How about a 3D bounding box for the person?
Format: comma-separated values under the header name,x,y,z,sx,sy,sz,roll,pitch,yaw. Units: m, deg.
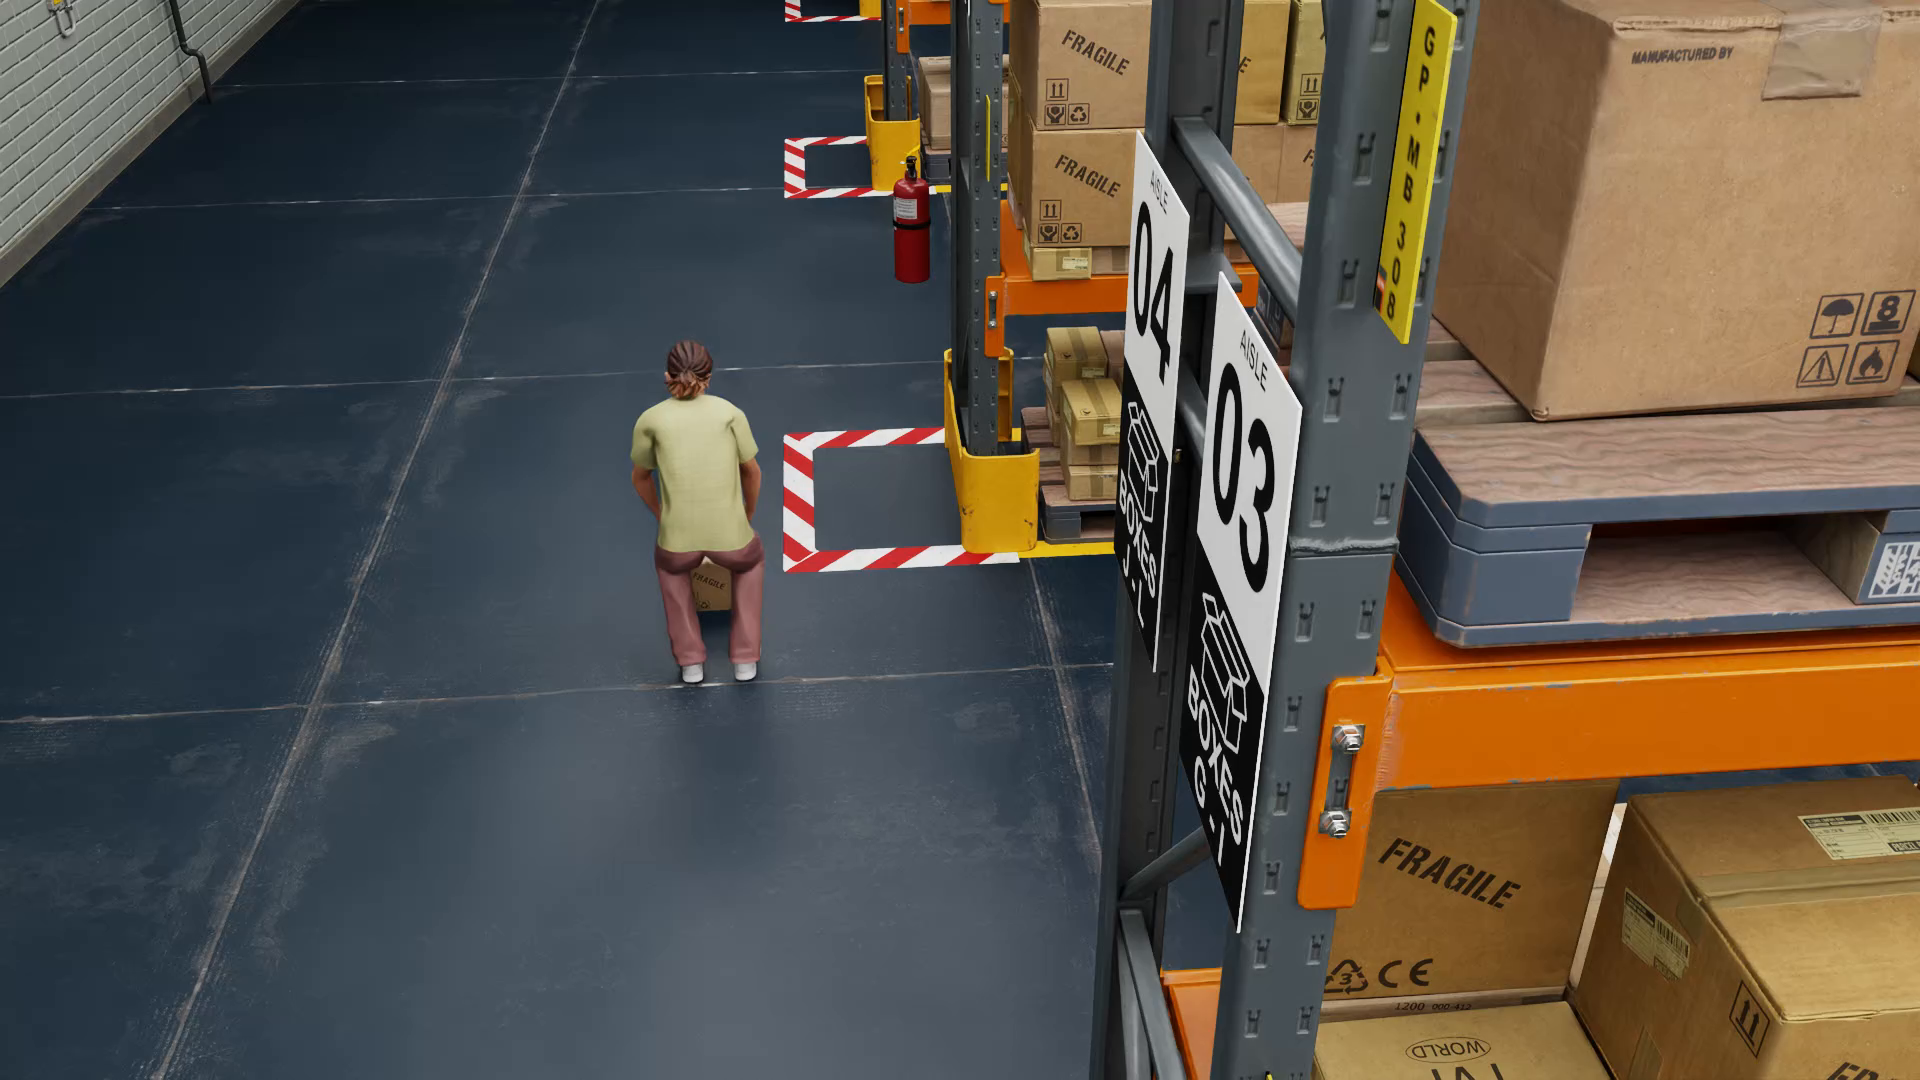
name,x,y,z,sx,sy,sz,roll,pitch,yaw
person,-1.039,-0.084,6.608,0.511,1.333,0.668,-2,31,-4
